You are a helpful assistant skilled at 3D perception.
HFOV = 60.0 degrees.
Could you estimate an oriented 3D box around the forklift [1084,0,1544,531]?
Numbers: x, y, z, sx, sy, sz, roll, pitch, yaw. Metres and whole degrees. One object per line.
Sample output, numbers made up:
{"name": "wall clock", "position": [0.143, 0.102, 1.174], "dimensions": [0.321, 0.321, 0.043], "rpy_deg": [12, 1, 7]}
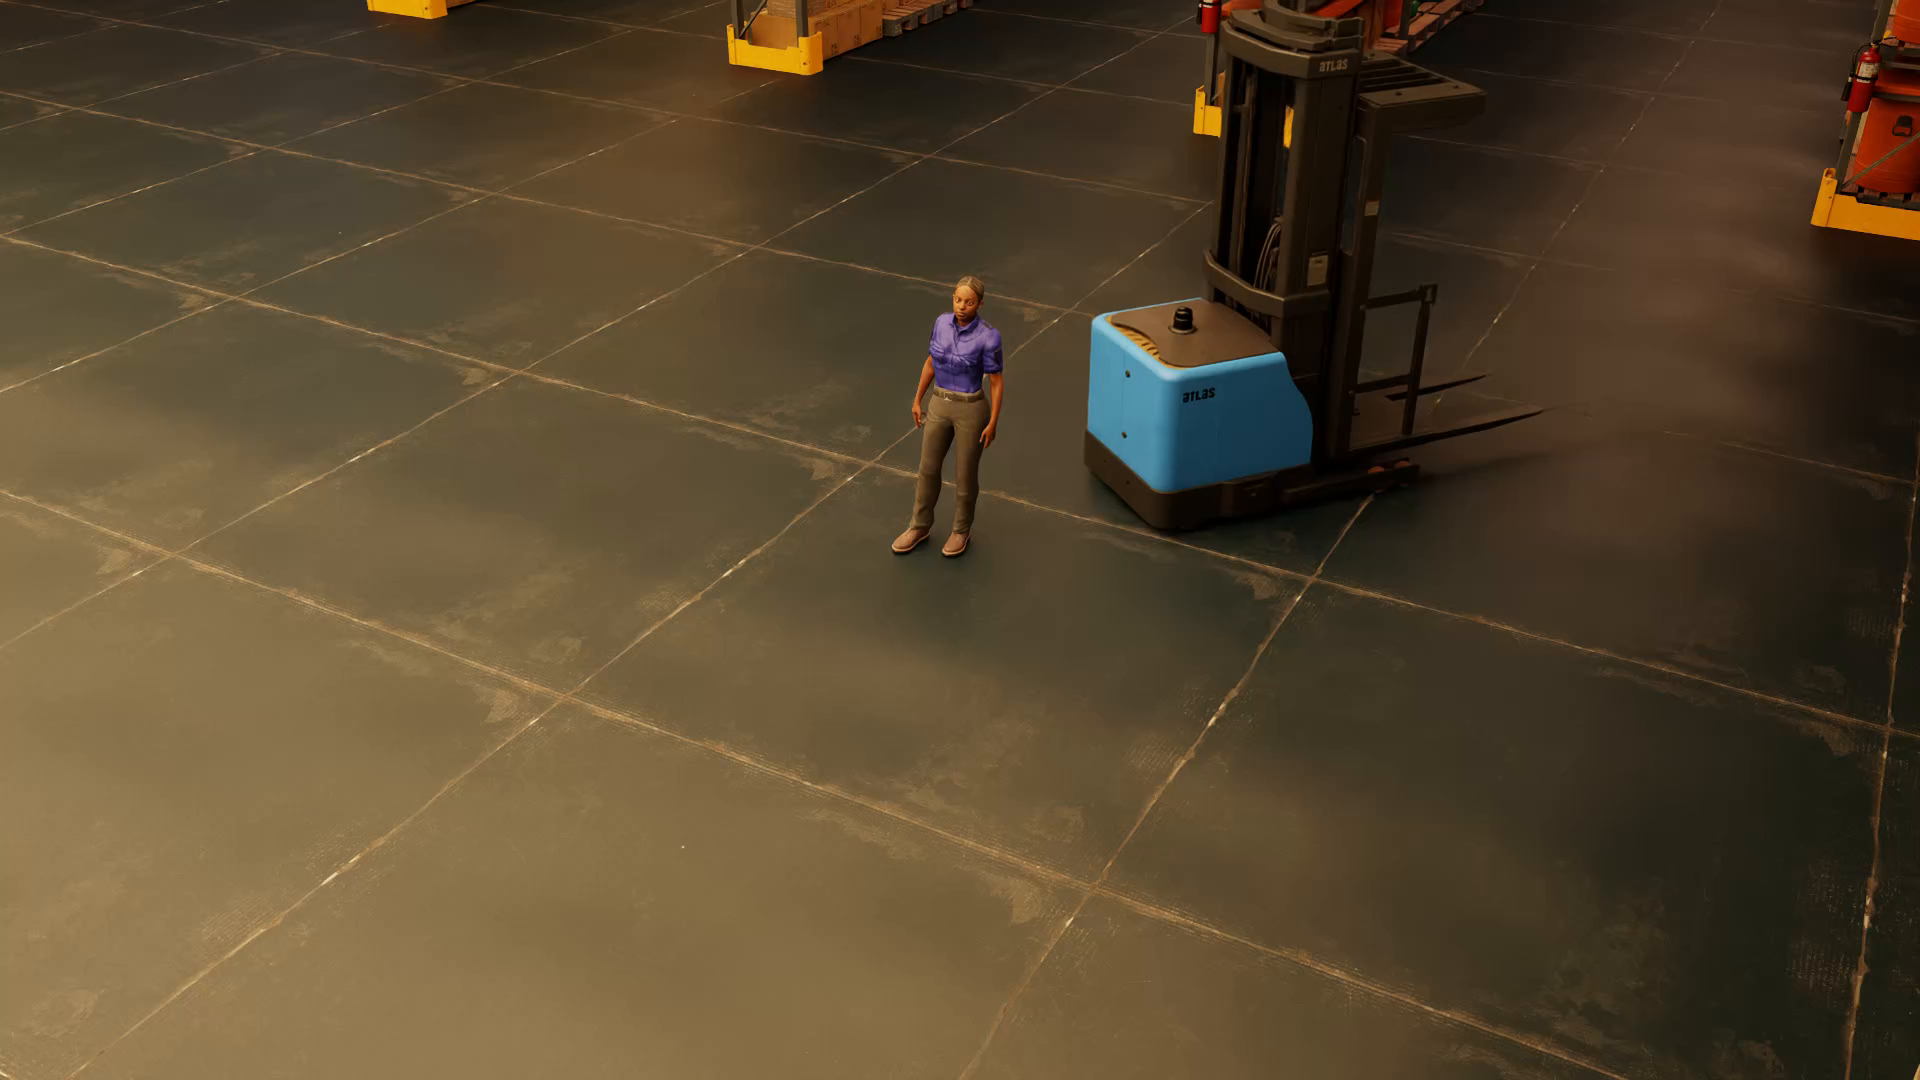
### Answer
{"name": "forklift", "position": [2.364, -1.798, 10.186], "dimensions": [3.031, 2.935, 1.130], "rpy_deg": [-12, 32, -20]}

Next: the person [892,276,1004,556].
{"name": "person", "position": [-0.060, -0.689, 9.527], "dimensions": [0.570, 1.657, 0.502], "rpy_deg": [15, 33, 25]}
